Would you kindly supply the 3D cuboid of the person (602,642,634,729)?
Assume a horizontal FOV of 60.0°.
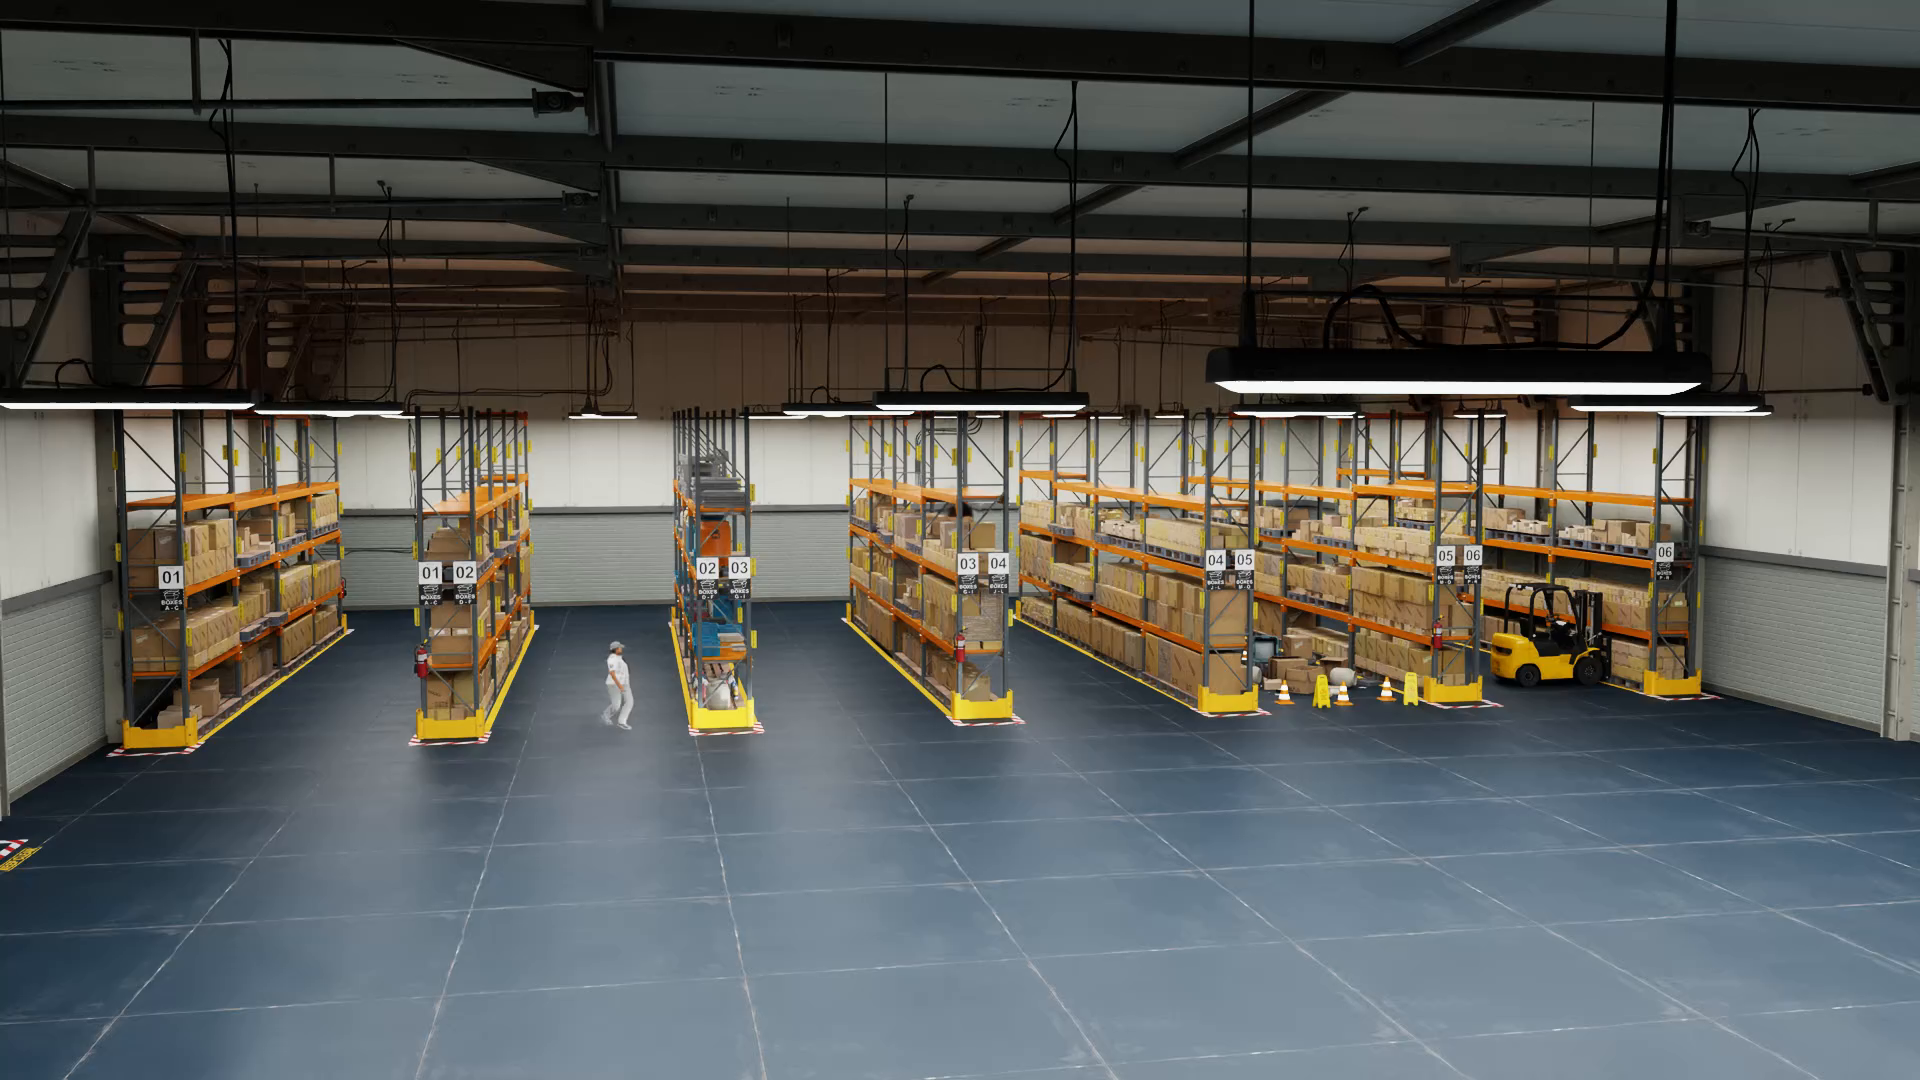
[{"bbox_3d":[-6.405,2.715,31.110,0.619,1.633,0.554,2,5,27],"label":"person"}]
